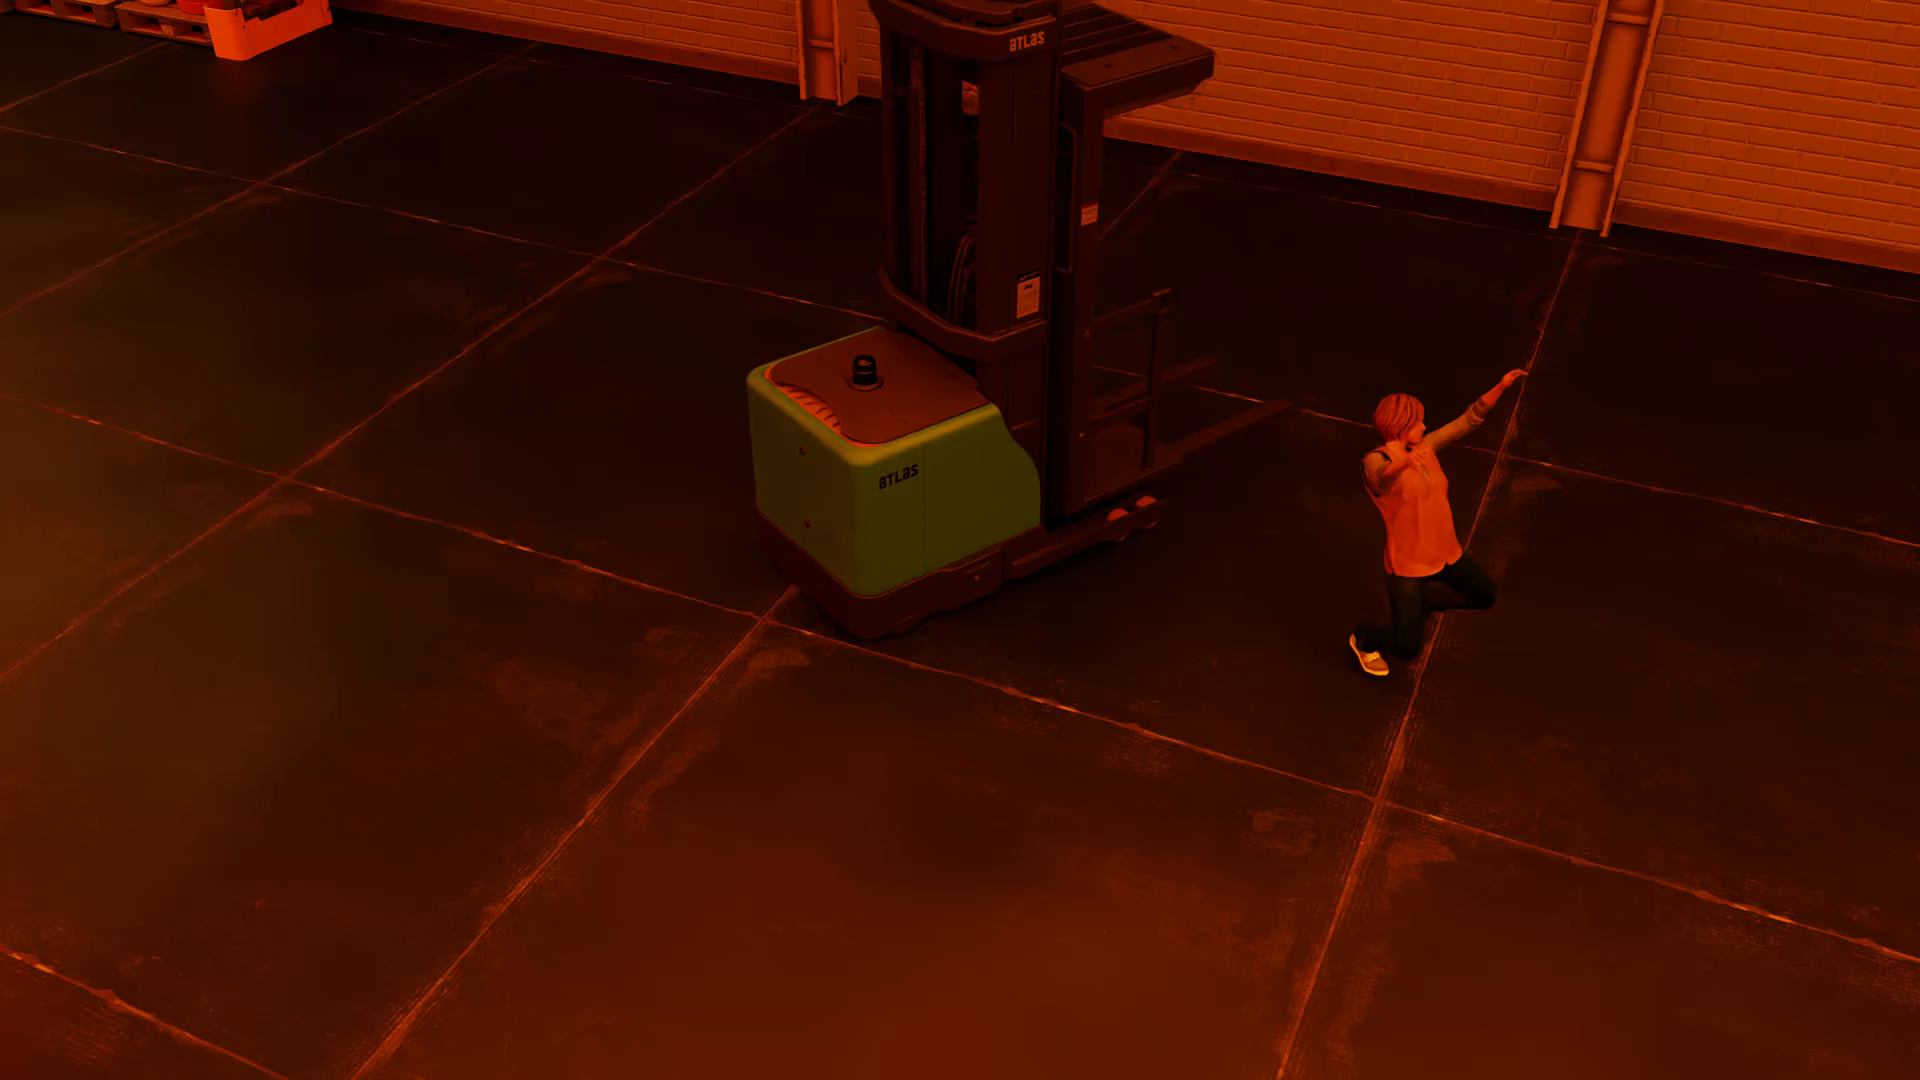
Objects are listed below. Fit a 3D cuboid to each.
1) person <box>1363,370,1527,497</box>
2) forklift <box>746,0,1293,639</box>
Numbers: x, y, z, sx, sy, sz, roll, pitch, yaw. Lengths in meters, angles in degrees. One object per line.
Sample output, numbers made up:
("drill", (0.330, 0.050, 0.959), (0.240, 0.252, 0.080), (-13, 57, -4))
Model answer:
("person", (1.969, -0.290, 7.201), (0.813, 0.925, 0.587), (-25, 42, -30))
("forklift", (0.454, -1.412, 8.067), (3.031, 2.935, 1.130), (-23, 42, -29))
